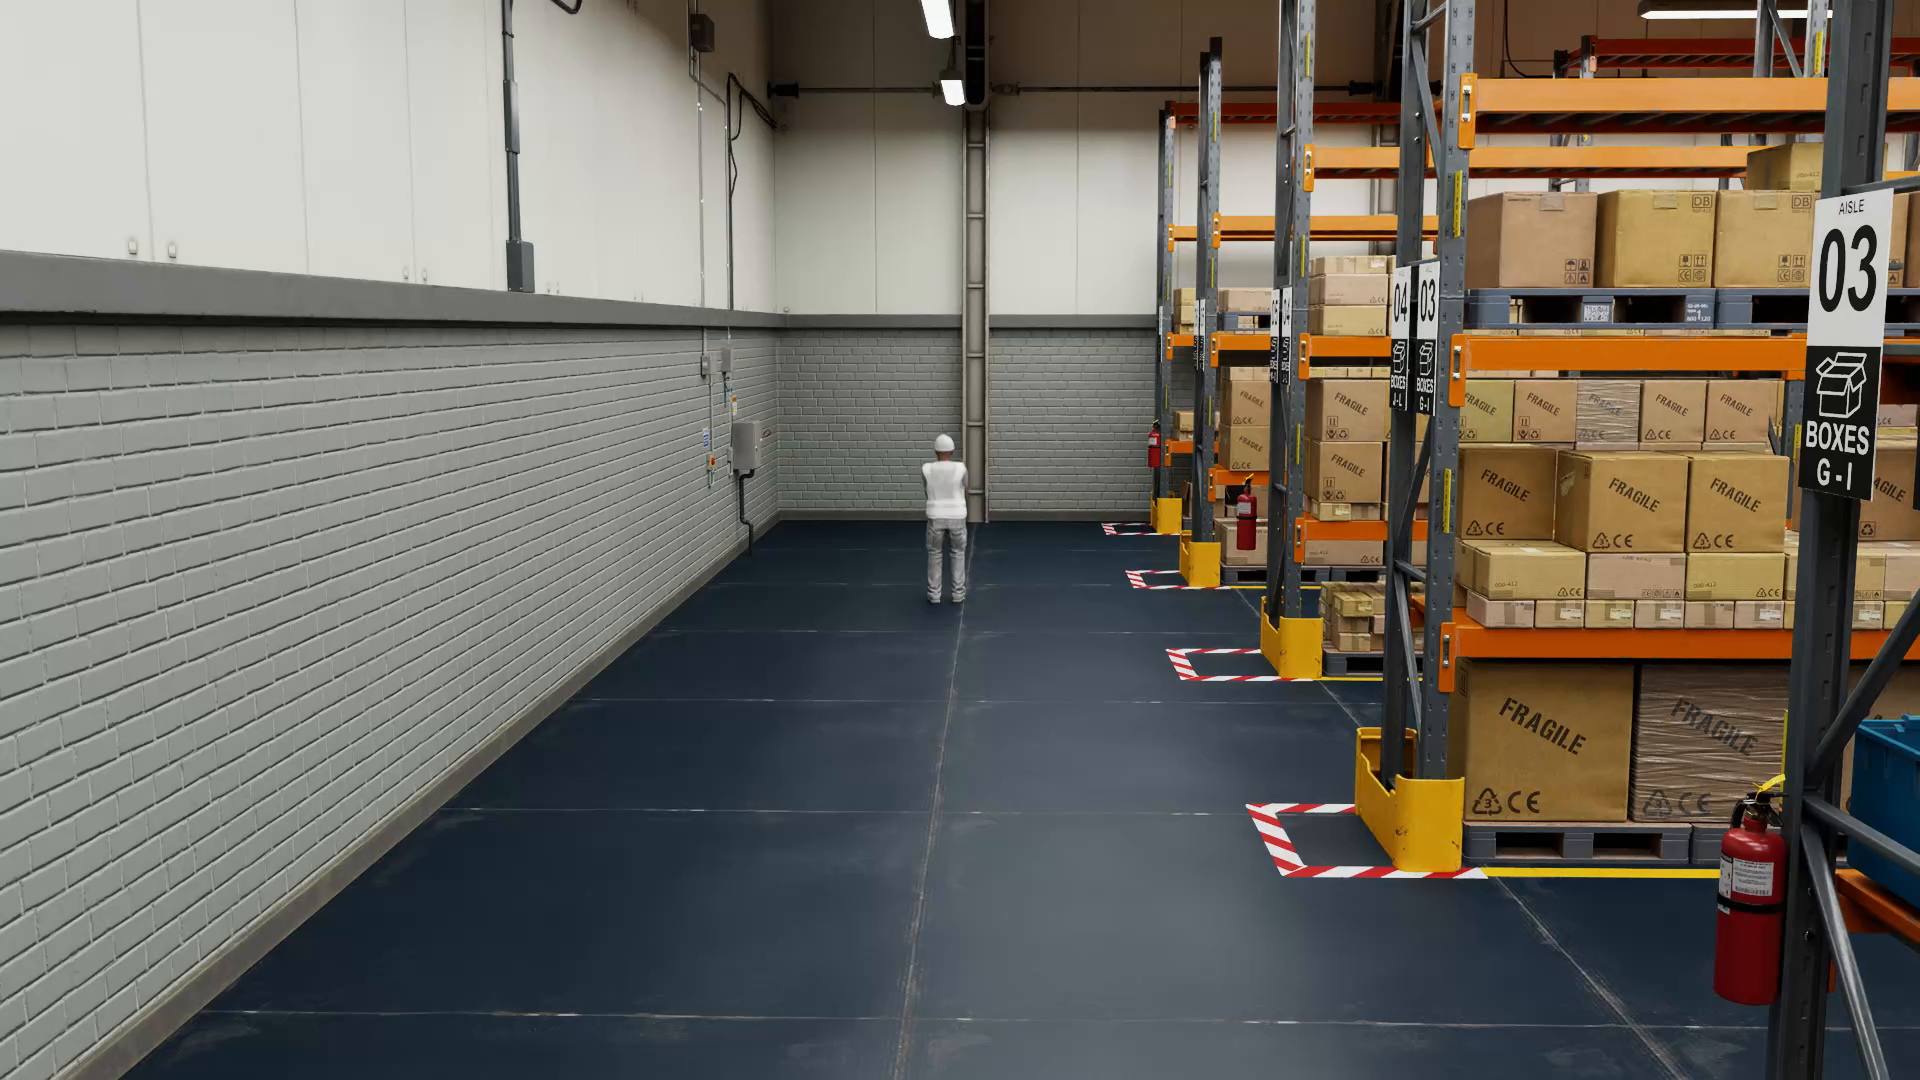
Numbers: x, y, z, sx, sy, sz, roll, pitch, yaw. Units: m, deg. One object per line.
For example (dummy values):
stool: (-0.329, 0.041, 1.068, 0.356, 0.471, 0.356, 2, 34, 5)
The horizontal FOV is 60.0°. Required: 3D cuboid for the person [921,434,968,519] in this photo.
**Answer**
person: (-0.160, -0.678, 17.534, 0.475, 0.887, 0.573, 0, 7, 2)
